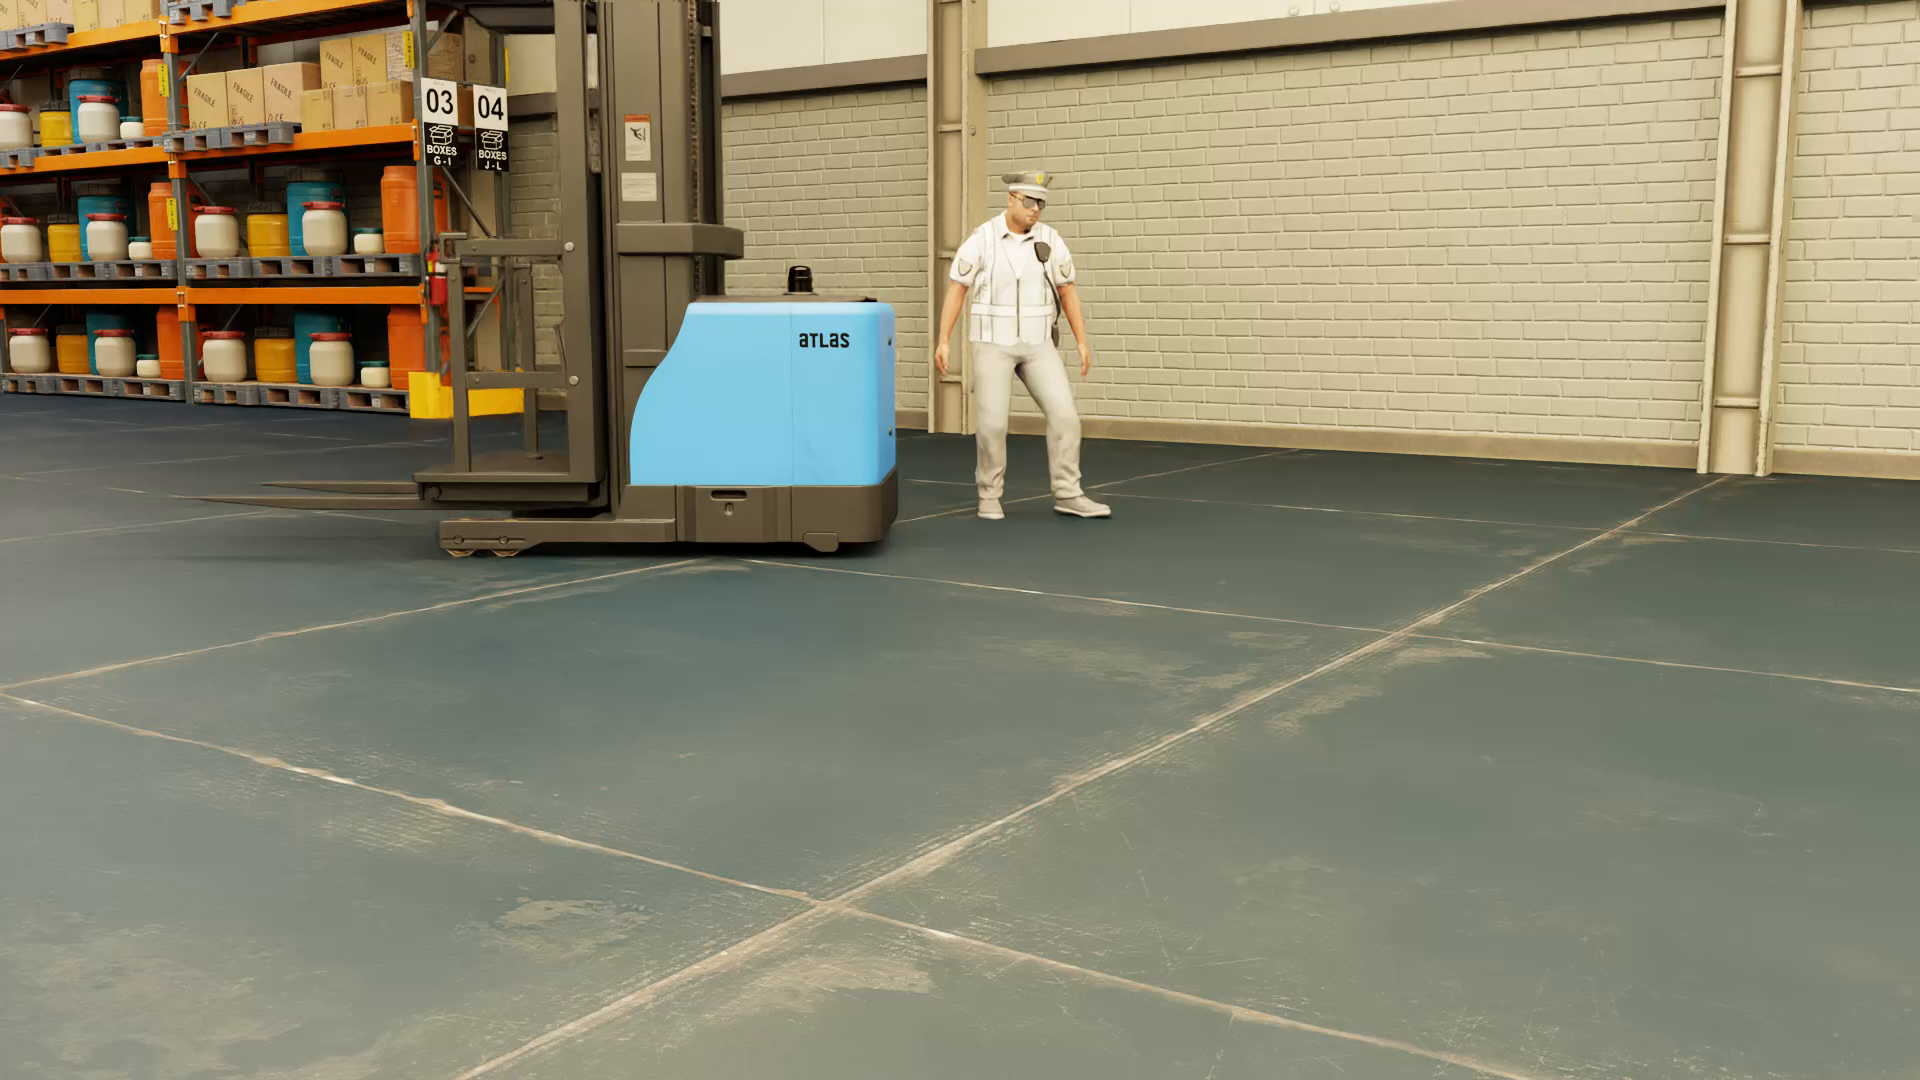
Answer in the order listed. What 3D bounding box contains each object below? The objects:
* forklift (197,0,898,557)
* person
[{"bbox_3d":[-1.825,-1.451,7.394,3.031,2.935,1.130,0,8,2],"label":"forklift"},{"bbox_3d":[0.312,-0.971,8.366,0.868,1.722,0.425,-1,8,-8],"label":"person"}]
